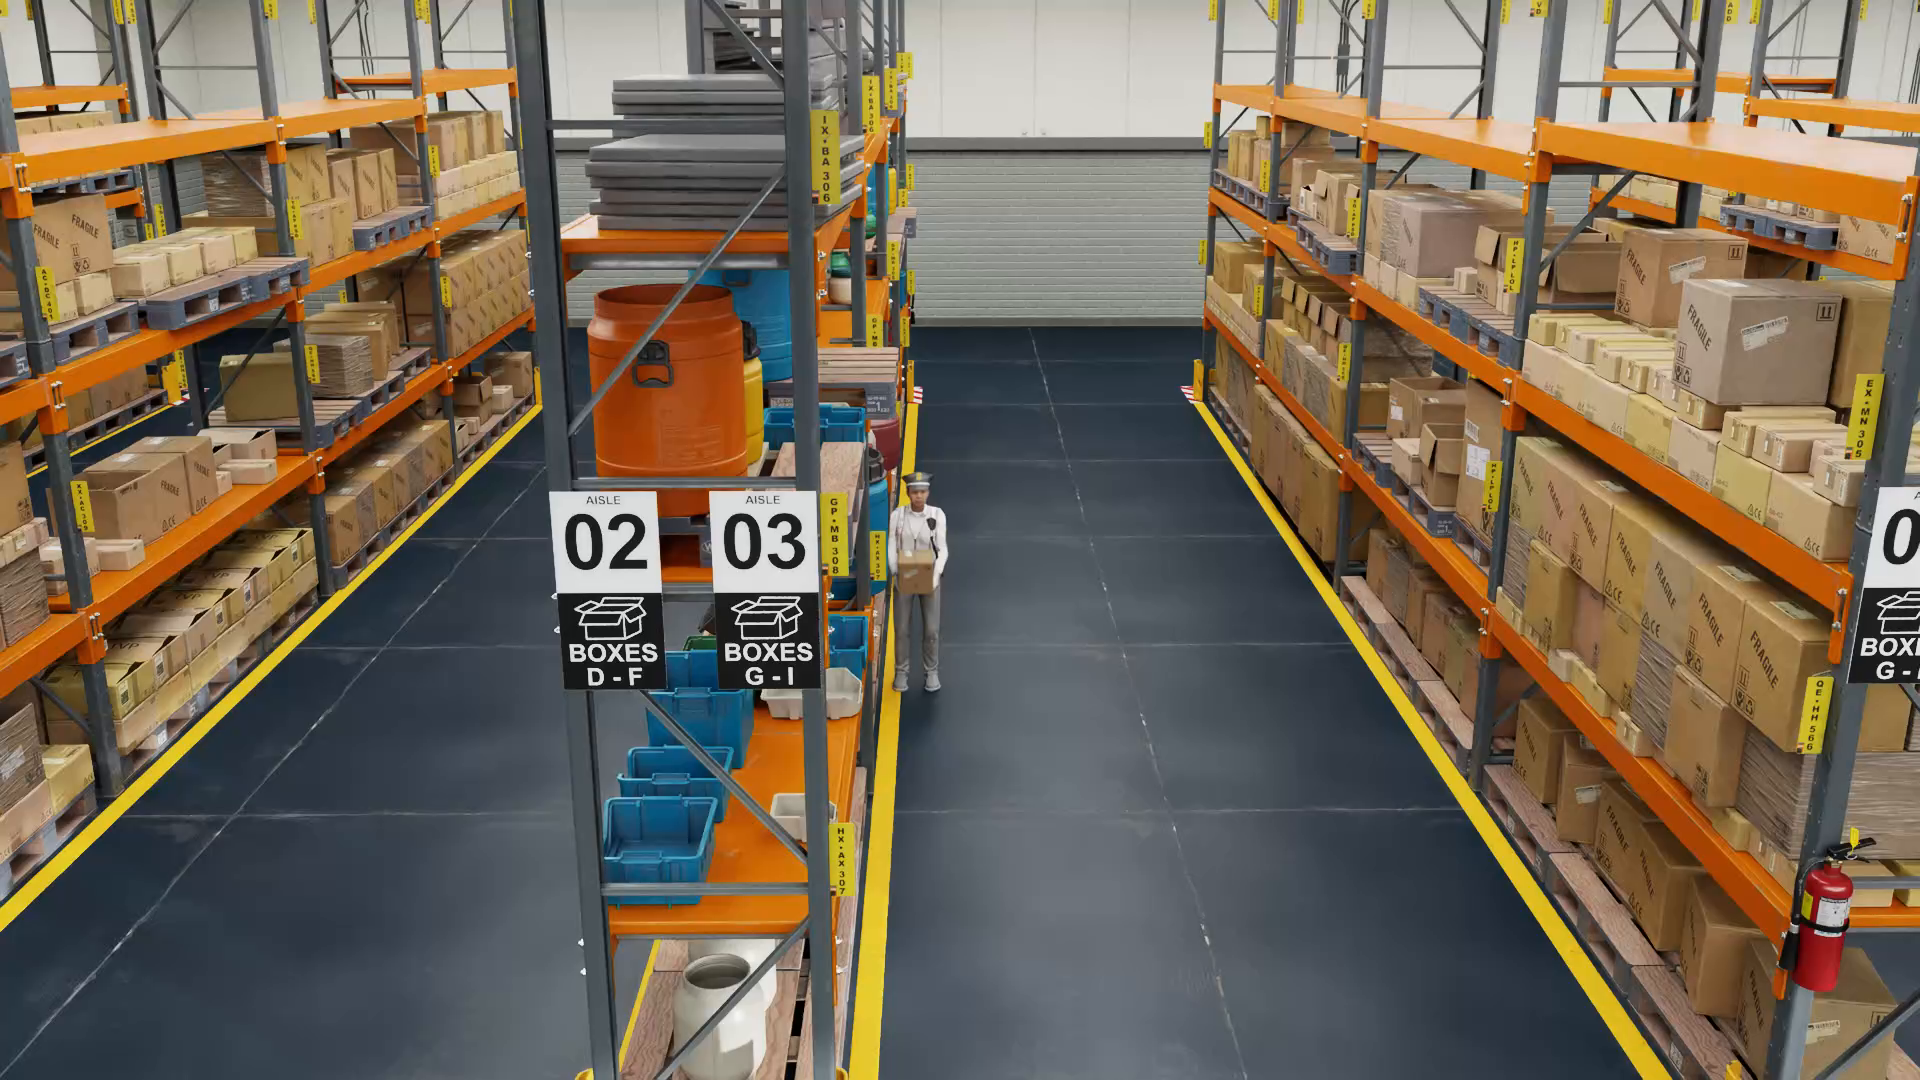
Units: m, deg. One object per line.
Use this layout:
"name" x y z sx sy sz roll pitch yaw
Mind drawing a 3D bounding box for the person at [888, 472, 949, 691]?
"person" -0.321 0.321 12.460 0.474 1.691 0.540 0 17 -1
